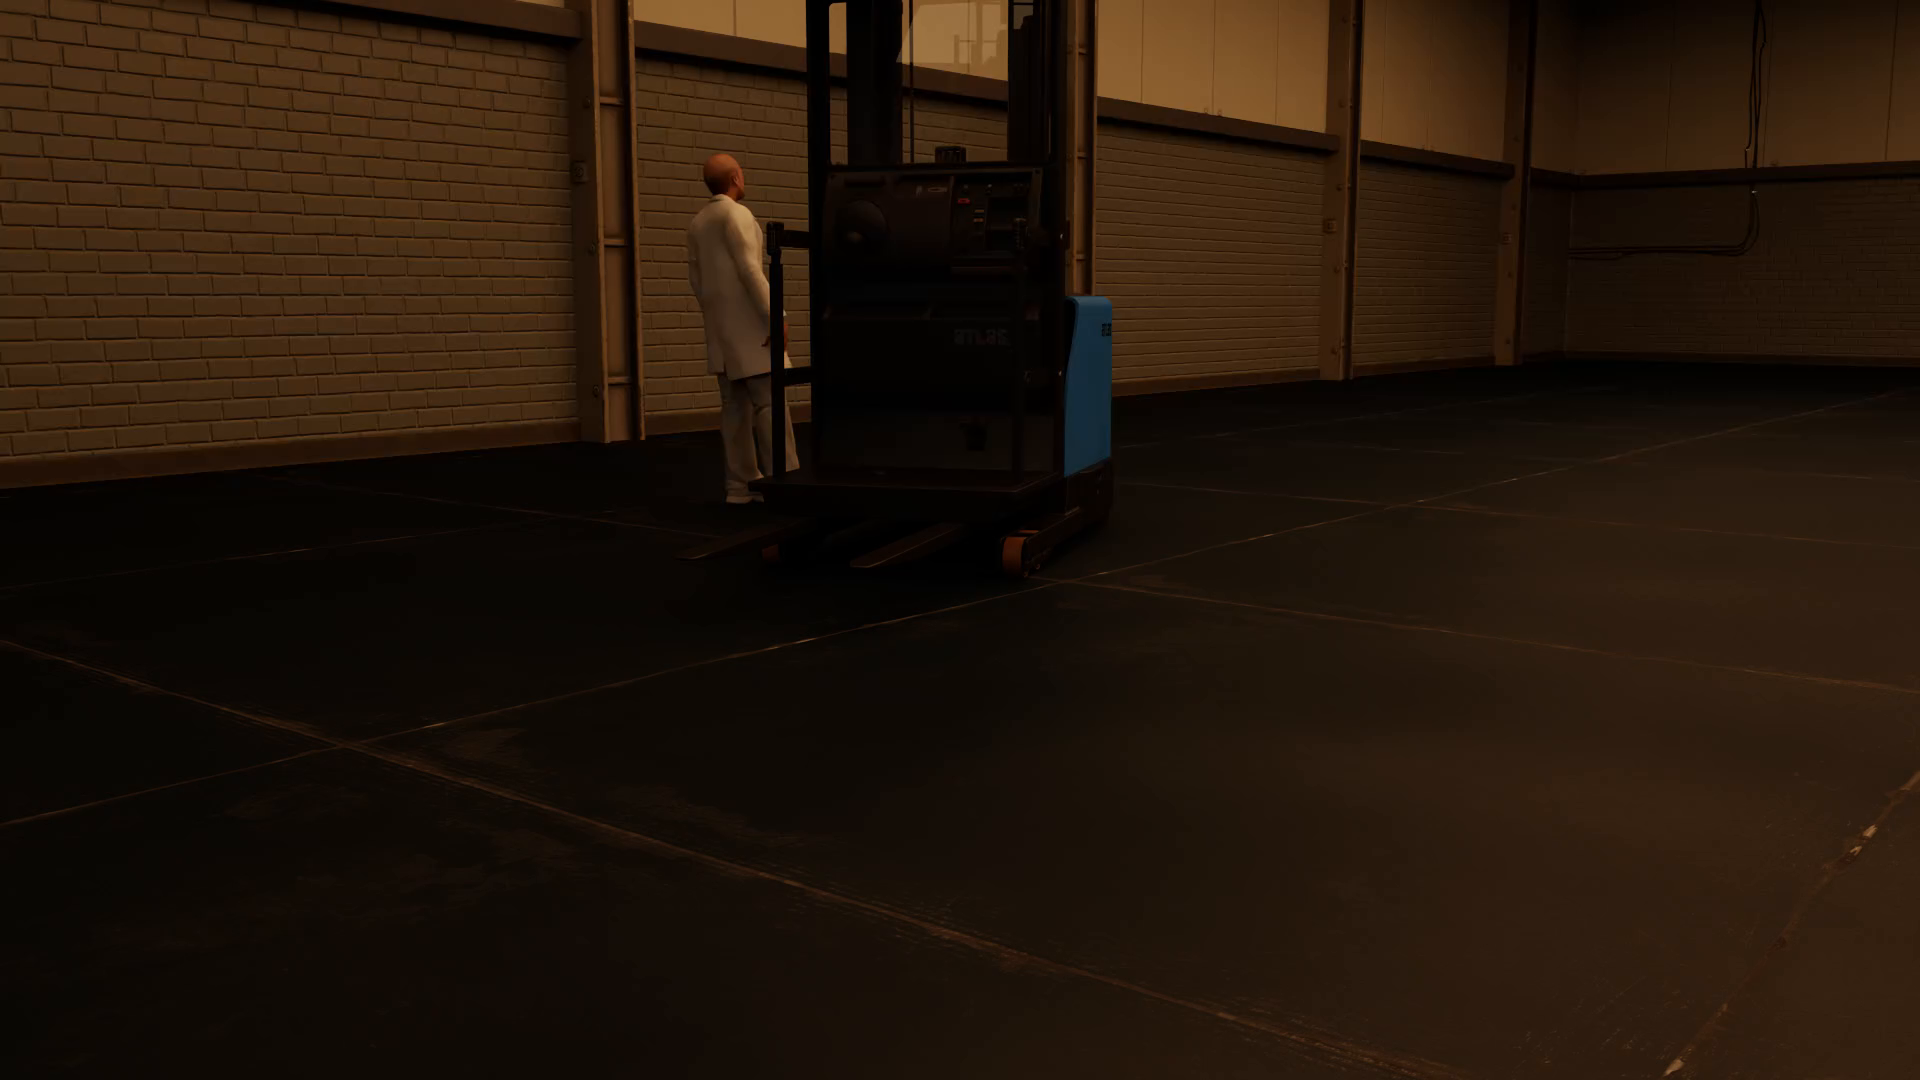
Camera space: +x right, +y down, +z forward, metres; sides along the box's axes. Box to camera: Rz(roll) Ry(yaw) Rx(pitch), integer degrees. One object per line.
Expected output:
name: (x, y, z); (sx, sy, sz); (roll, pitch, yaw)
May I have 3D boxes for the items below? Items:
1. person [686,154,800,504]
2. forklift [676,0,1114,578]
person: (-1.049, -1.078, 8.578); (0.580, 1.776, 0.695); (-7, 11, -38)
forklift: (-0.176, -1.366, 6.616); (1.130, 2.935, 3.031); (3, 9, 17)
